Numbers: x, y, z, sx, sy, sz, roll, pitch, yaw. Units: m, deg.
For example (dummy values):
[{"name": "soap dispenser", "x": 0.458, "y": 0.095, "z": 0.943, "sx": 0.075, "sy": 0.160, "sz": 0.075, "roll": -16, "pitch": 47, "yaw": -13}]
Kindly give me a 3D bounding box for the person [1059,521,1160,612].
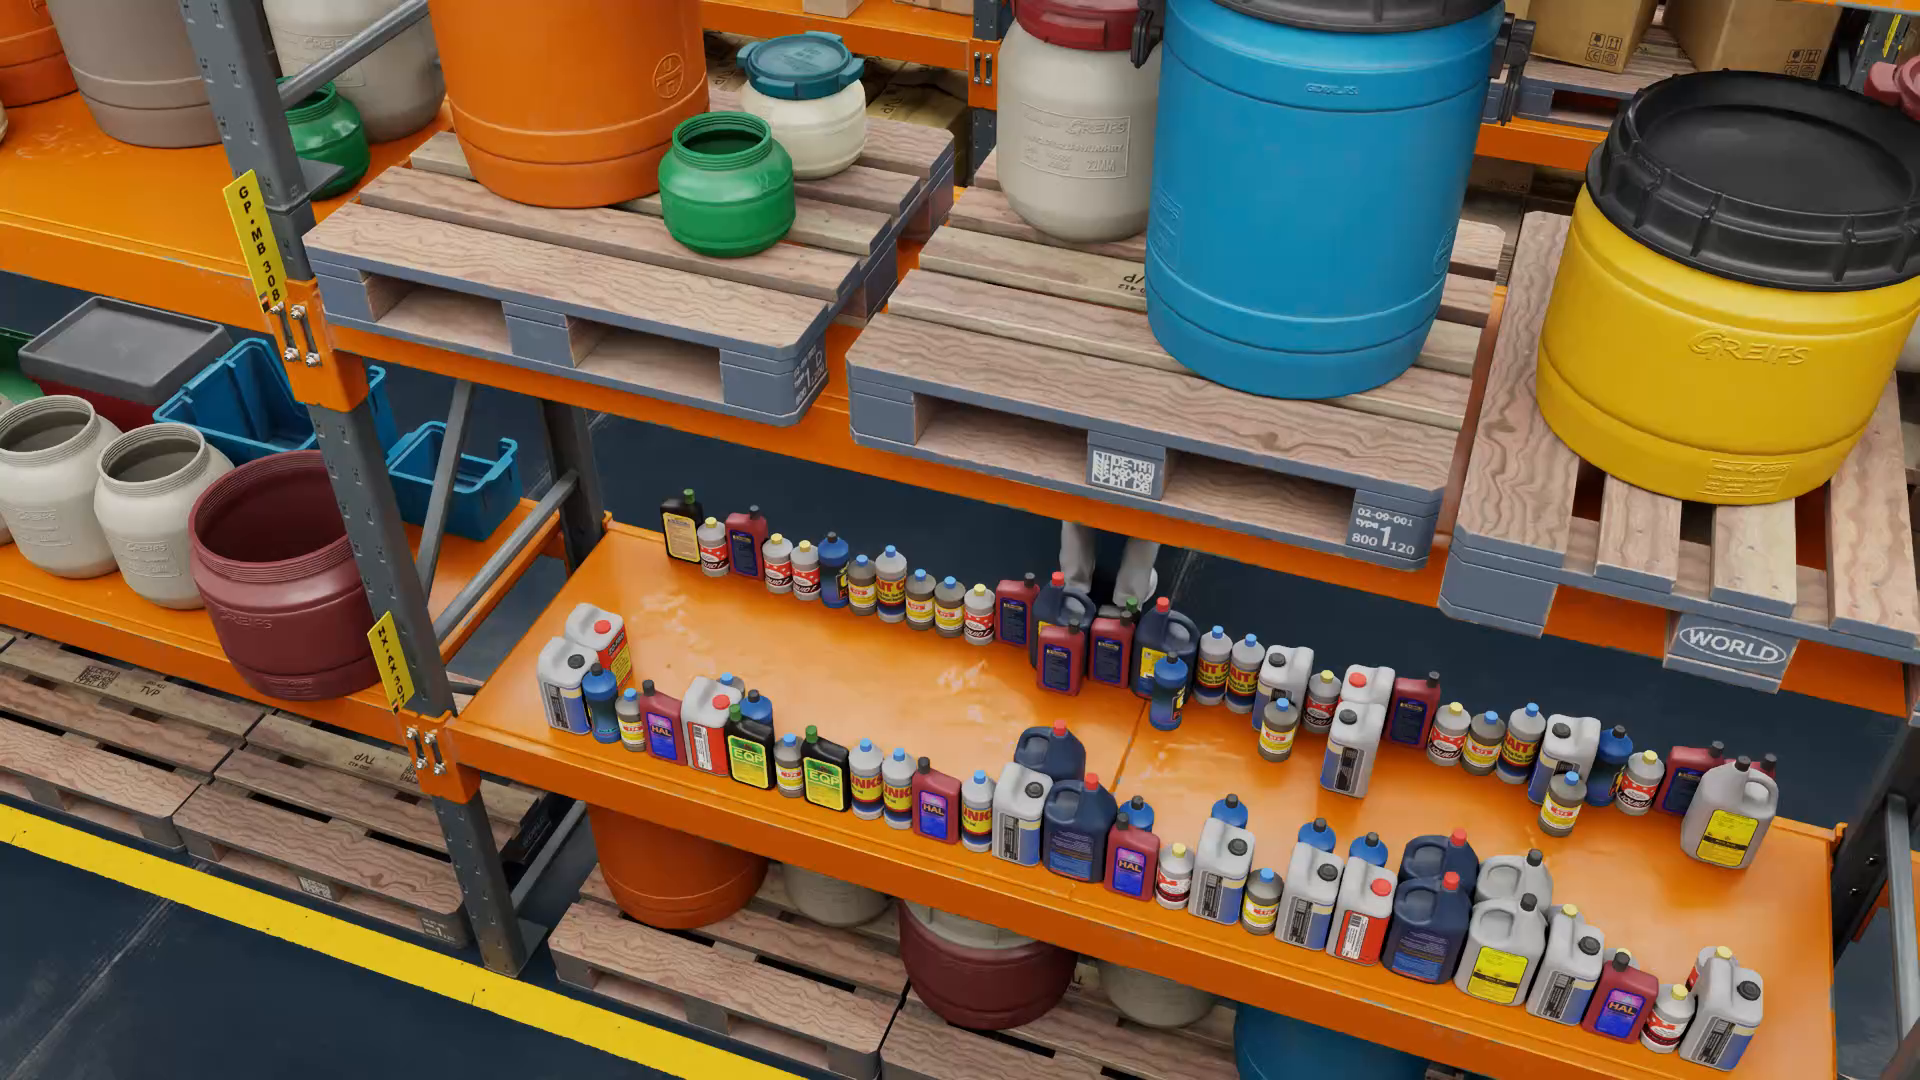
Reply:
[{"name": "person", "x": 0.712, "y": -0.366, "z": 7.020, "sx": 0.559, "sy": 1.219, "sz": 0.929, "roll": 12, "pitch": 42, "yaw": 14}]
